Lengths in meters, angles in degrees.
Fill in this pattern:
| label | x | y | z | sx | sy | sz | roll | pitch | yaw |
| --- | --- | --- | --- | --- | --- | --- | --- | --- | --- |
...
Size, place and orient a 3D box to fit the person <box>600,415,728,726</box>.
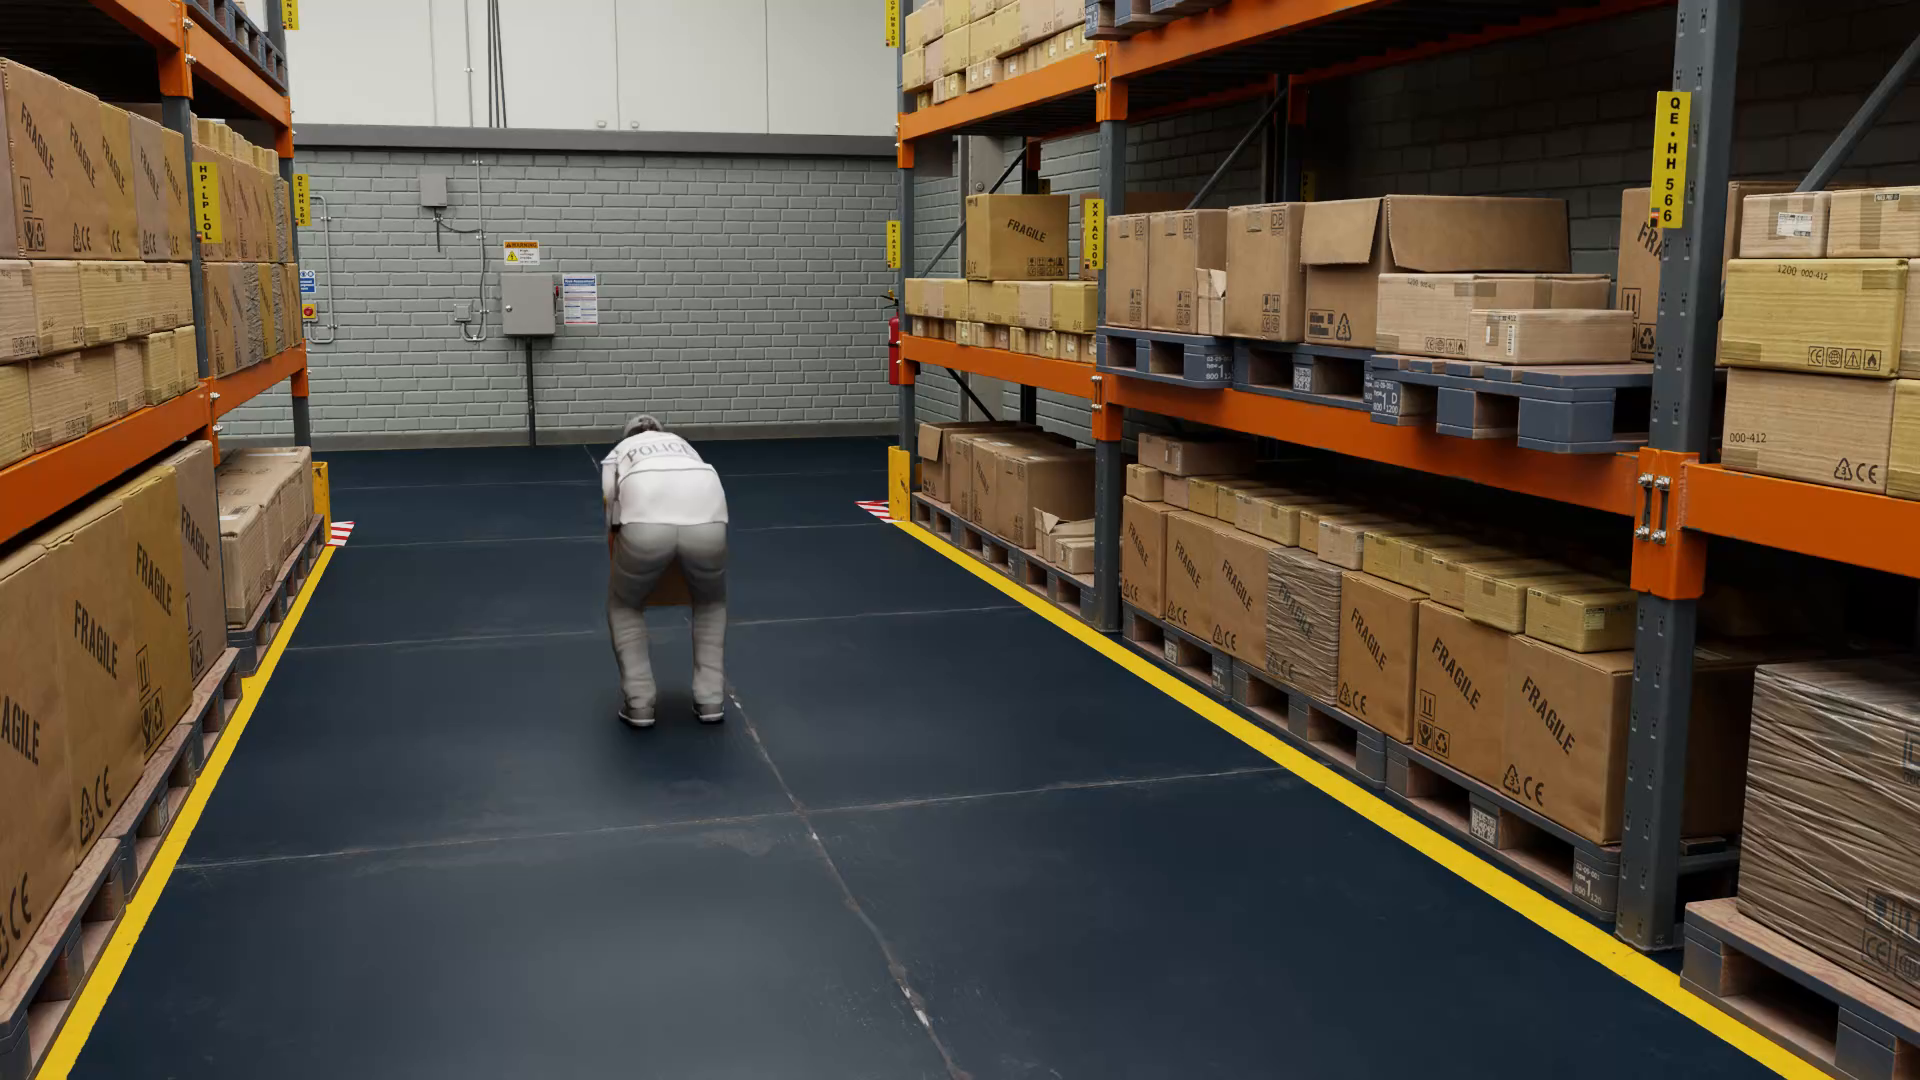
| label | x | y | z | sx | sy | sz | roll | pitch | yaw |
| --- | --- | --- | --- | --- | --- | --- | --- | --- | --- |
| person | -1.201 | 0.111 | 6.722 | 0.488 | 1.175 | 0.917 | -3 | 10 | -18 |
